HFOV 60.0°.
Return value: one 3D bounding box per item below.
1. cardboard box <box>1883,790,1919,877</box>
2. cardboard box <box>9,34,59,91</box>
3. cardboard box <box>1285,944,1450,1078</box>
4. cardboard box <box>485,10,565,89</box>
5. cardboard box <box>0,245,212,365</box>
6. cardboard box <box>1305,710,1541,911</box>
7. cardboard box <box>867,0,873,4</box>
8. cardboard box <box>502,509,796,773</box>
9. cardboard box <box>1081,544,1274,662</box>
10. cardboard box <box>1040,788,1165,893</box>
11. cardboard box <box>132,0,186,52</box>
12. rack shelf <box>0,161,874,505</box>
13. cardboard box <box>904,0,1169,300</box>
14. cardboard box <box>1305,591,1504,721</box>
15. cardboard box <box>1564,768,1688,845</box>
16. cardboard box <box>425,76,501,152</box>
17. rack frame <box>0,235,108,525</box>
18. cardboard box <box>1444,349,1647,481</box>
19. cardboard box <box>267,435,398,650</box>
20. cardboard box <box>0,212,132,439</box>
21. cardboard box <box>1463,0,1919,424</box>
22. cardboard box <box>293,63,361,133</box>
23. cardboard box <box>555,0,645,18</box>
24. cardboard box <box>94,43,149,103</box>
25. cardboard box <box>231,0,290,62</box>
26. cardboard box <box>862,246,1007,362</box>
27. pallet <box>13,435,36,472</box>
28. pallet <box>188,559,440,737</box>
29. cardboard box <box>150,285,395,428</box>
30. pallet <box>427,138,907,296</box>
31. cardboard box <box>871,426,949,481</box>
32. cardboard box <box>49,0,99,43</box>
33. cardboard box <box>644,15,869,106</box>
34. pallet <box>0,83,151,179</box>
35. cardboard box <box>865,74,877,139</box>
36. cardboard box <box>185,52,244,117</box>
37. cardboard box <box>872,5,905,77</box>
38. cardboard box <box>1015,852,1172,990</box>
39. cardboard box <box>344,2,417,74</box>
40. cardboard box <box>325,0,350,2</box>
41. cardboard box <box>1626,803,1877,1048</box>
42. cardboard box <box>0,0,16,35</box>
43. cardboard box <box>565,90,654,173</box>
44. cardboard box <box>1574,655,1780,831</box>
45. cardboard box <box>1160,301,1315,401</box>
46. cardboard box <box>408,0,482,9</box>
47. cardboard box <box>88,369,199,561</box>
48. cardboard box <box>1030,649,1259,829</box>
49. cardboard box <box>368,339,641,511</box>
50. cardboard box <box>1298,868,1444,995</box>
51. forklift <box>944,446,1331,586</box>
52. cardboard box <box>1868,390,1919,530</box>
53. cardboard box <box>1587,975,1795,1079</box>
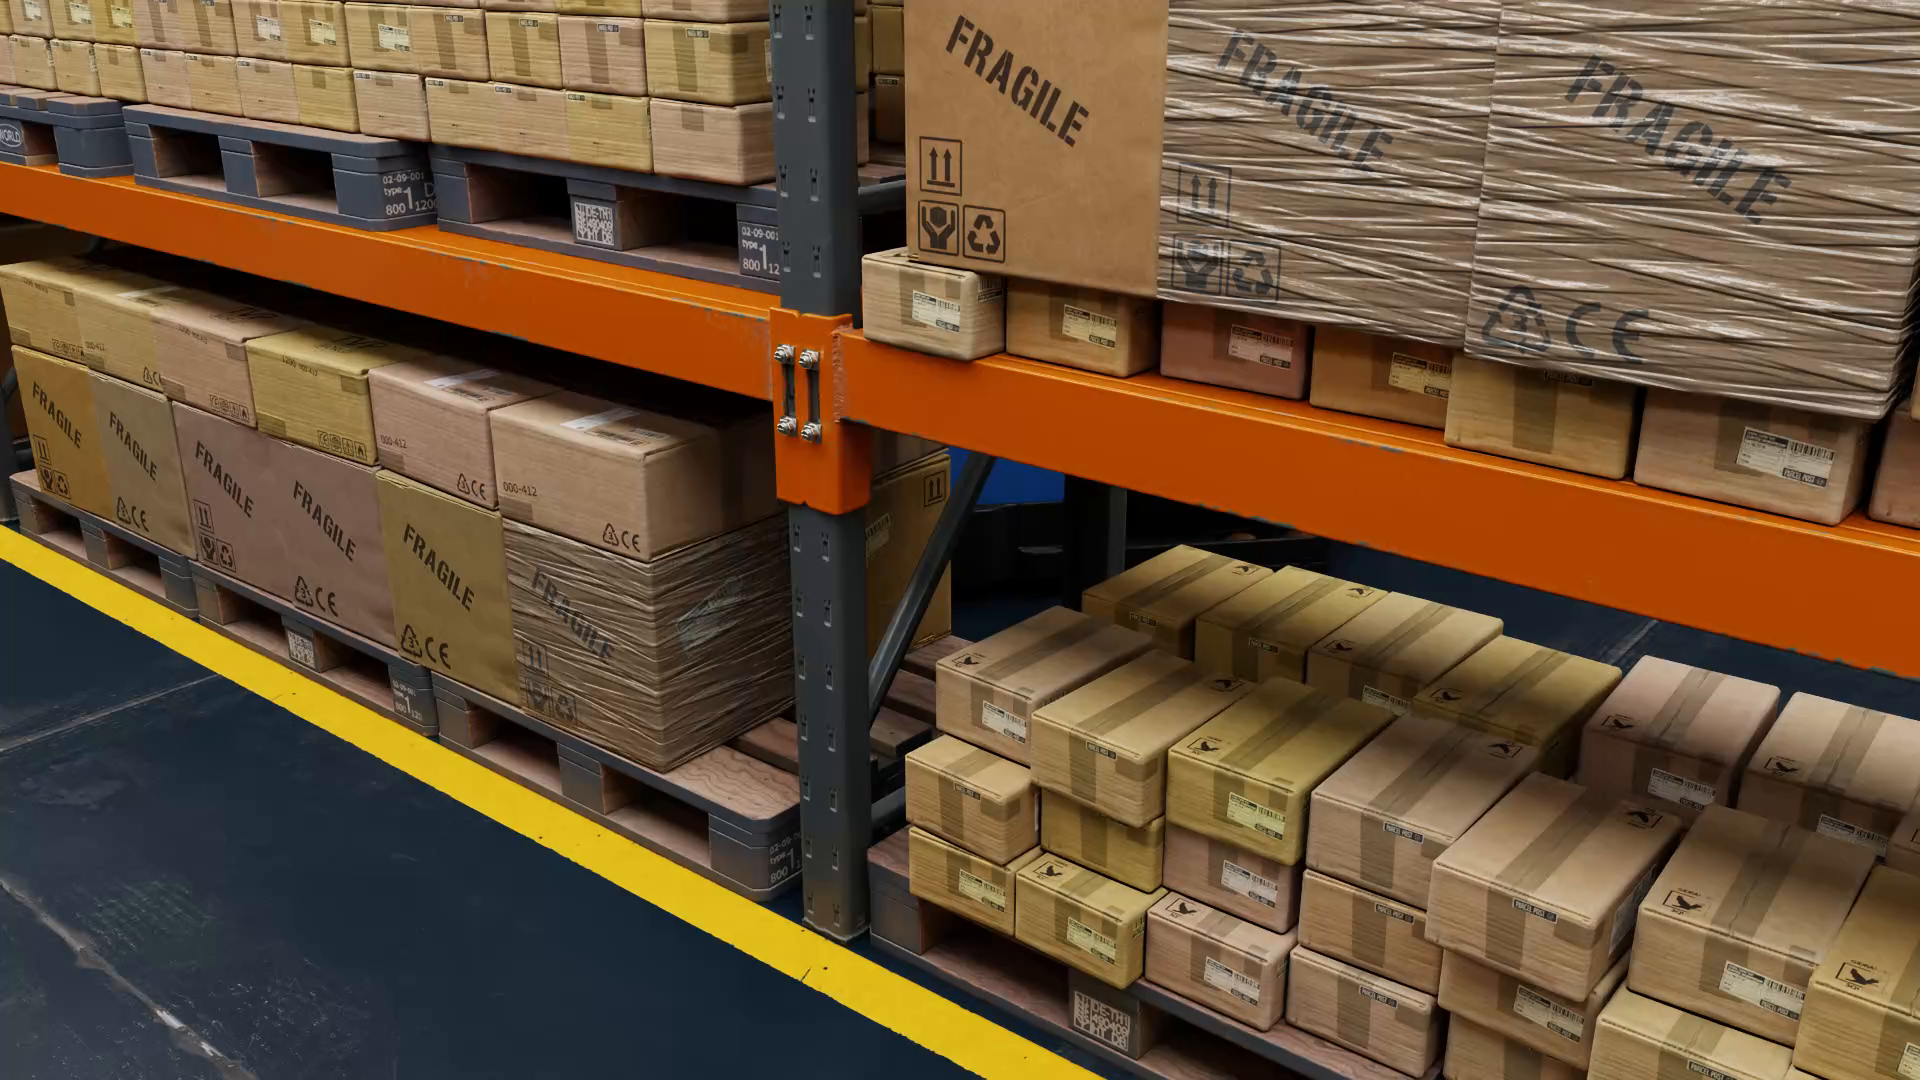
[{"bbox_3d":[1.653,0.511,2.663,0.250,0.149,0.380,16,26,36],"label":"cardboard box"},{"bbox_3d":[-2.640,-1.469,5.073,0.250,0.149,0.380,18,27,39],"label":"cardboard box"},{"bbox_3d":[0.771,0.738,2.906,0.250,0.149,0.380,15,26,35],"label":"cardboard box"},{"bbox_3d":[-0.796,-1.080,3.620,0.250,0.149,0.380,17,27,39],"label":"cardboard box"},{"bbox_3d":[-2.685,-0.762,5.324,0.500,0.250,0.500,15,25,34],"label":"cardboard box"},{"bbox_3d":[0.788,0.453,2.818,0.250,0.149,0.380,15,25,35],"label":"cardboard box"},{"bbox_3d":[-0.202,-1.344,3.898,0.250,0.149,0.380,17,26,38],"label":"cardboard box"},{"bbox_3d":[-0.700,0.165,3.928,0.500,0.500,0.500,15,26,35],"label":"cardboard box"},{"bbox_3d":[0.473,0.155,3.608,0.250,0.149,0.380,17,27,38],"label":"cardboard box"},{"bbox_3d":[0.364,0.486,3.151,0.250,0.149,0.380,16,26,37],"label":"cardboard box"},{"bbox_3d":[-2.010,-1.430,4.547,0.250,0.149,0.380,16,26,36],"label":"cardboard box"},{"bbox_3d":[-1.517,-0.822,4.616,4.000,0.370,1.077,16,26,36],"label":"rack shelf"},{"bbox_3d":[0.257,-0.719,2.760,0.500,0.500,0.500,16,26,35],"label":"cardboard box"},{"bbox_3d":[0.893,0.255,3.344,0.250,0.149,0.380,16,26,36],"label":"cardboard box"},{"bbox_3d":[1.256,0.516,3.074,0.250,0.149,0.380,17,26,38],"label":"cardboard box"},{"bbox_3d":[-0.988,-0.996,3.818,0.250,0.149,0.380,15,25,34],"label":"cardboard box"},{"bbox_3d":[-3.066,-1.605,5.672,0.127,3.000,1.000,16,26,36],"label":"rack frame"},{"bbox_3d":[0.893,-0.223,2.365,0.250,0.149,0.380,17,26,37],"label":"cardboard box"},{"bbox_3d":[-1.492,-0.066,4.539,0.500,0.500,0.500,15,26,35],"label":"cardboard box"},{"bbox_3d":[-3.481,-0.909,6.421,0.750,0.750,1.050,16,26,36],"label":"cardboard box"},{"bbox_3d":[1.012,-0.488,2.148,0.500,0.500,0.500,15,26,35],"label":"cardboard box"},{"bbox_3d":[-1.412,-1.116,4.136,0.250,0.149,0.380,17,27,39],"label":"cardboard box"},{"bbox_3d":[-0.611,-1.166,3.426,0.250,0.149,0.380,15,25,35],"label":"cardboard box"},{"bbox_3d":[-2.220,-1.349,4.755,0.250,0.149,0.380,18,27,39],"label":"cardboard box"},{"bbox_3d":[-1.609,-1.314,4.241,0.250,0.149,0.380,17,27,38],"label":"cardboard box"},{"bbox_3d":[0.045,-0.442,2.945,0.250,0.149,0.380,17,27,38],"label":"cardboard box"},{"bbox_3d":[-3.629,-0.496,6.685,1.213,0.211,1.003,16,26,36],"label":"pallet"},{"bbox_3d":[-1.521,0.147,4.979,1.213,0.211,1.003,16,26,36],"label":"pallet"},{"bbox_3d":[-1.917,-0.535,4.722,0.500,0.250,0.500,16,26,37],"label":"cardboard box"},{"bbox_3d":[-0.468,-0.833,3.897,1.213,0.211,1.003,16,26,36],"label":"pallet"},{"bbox_3d":[-0.373,-0.327,4.169,0.500,0.250,0.500,15,25,34],"label":"cardboard box"},{"bbox_3d":[-2.399,-1.542,4.844,0.250,0.149,0.380,15,25,35],"label":"cardboard box"},{"bbox_3d":[-0.401,-0.965,3.316,0.250,0.149,0.380,17,27,38],"label":"cardboard box"},{"bbox_3d":[-2.447,-1.385,5.362,1.003,0.211,1.213,16,26,36],"label":"pallet"},{"bbox_3d":[-0.200,-1.065,4.002,0.250,0.149,0.380,17,26,37],"label":"cardboard box"},{"bbox_3d":[-1.819,-1.233,4.449,0.250,0.149,0.380,16,26,37],"label":"cardboard box"},{"bbox_3d":[0.018,-1.144,3.790,0.250,0.149,0.380,17,26,37],"label":"cardboard box"},{"bbox_3d":[0.318,0.654,3.129,0.250,0.149,0.380,17,27,38],"label":"cardboard box"},{"bbox_3d":[-1.211,-1.198,3.933,0.250,0.149,0.380,14,25,34],"label":"cardboard box"},{"bbox_3d":[-1.411,-1.397,4.039,0.250,0.149,0.380,15,25,34],"label":"cardboard box"},{"bbox_3d":[1.197,0.570,2.507,0.250,0.149,0.380,15,25,34],"label":"cardboard box"},{"bbox_3d":[-2.819,-1.660,5.159,0.250,0.149,0.380,18,27,39],"label":"cardboard box"},{"bbox_3d":[-0.602,-0.883,3.521,0.250,0.149,0.380,16,26,37],"label":"cardboard box"},{"bbox_3d":[1.313,0.369,3.040,0.250,0.149,0.380,15,25,34],"label":"cardboard box"},{"bbox_3d":[0.532,-0.360,2.727,0.250,0.149,0.380,15,25,34],"label":"cardboard box"},{"bbox_3d":[-1.013,-1.282,3.735,0.250,0.149,0.380,16,26,36],"label":"cardboard box"},{"bbox_3d":[-2.288,-0.293,5.141,0.500,0.500,0.500,16,26,37],"label":"cardboard box"},{"bbox_3d":[0.344,0.358,3.070,0.250,0.149,0.380,18,27,39],"label":"cardboard box"},{"bbox_3d":[-1.094,-0.305,4.112,0.500,0.250,0.500,18,27,39],"label":"cardboard box"},{"bbox_3d":[0.783,0.592,2.871,0.250,0.149,0.380,15,25,34],"label":"cardboard box"},{"bbox_3d":[0.734,-1.407,5.245,3.031,2.935,1.130,-3,21,-8],"label":"forklift"},{"bbox_3d":[1.333,-0.114,2.077,0.250,0.149,0.380,17,27,38],"label":"cardboard box"},{"bbox_3d":[1.136,0.733,2.496,0.250,0.149,0.380,16,26,36],"label":"cardboard box"}]
